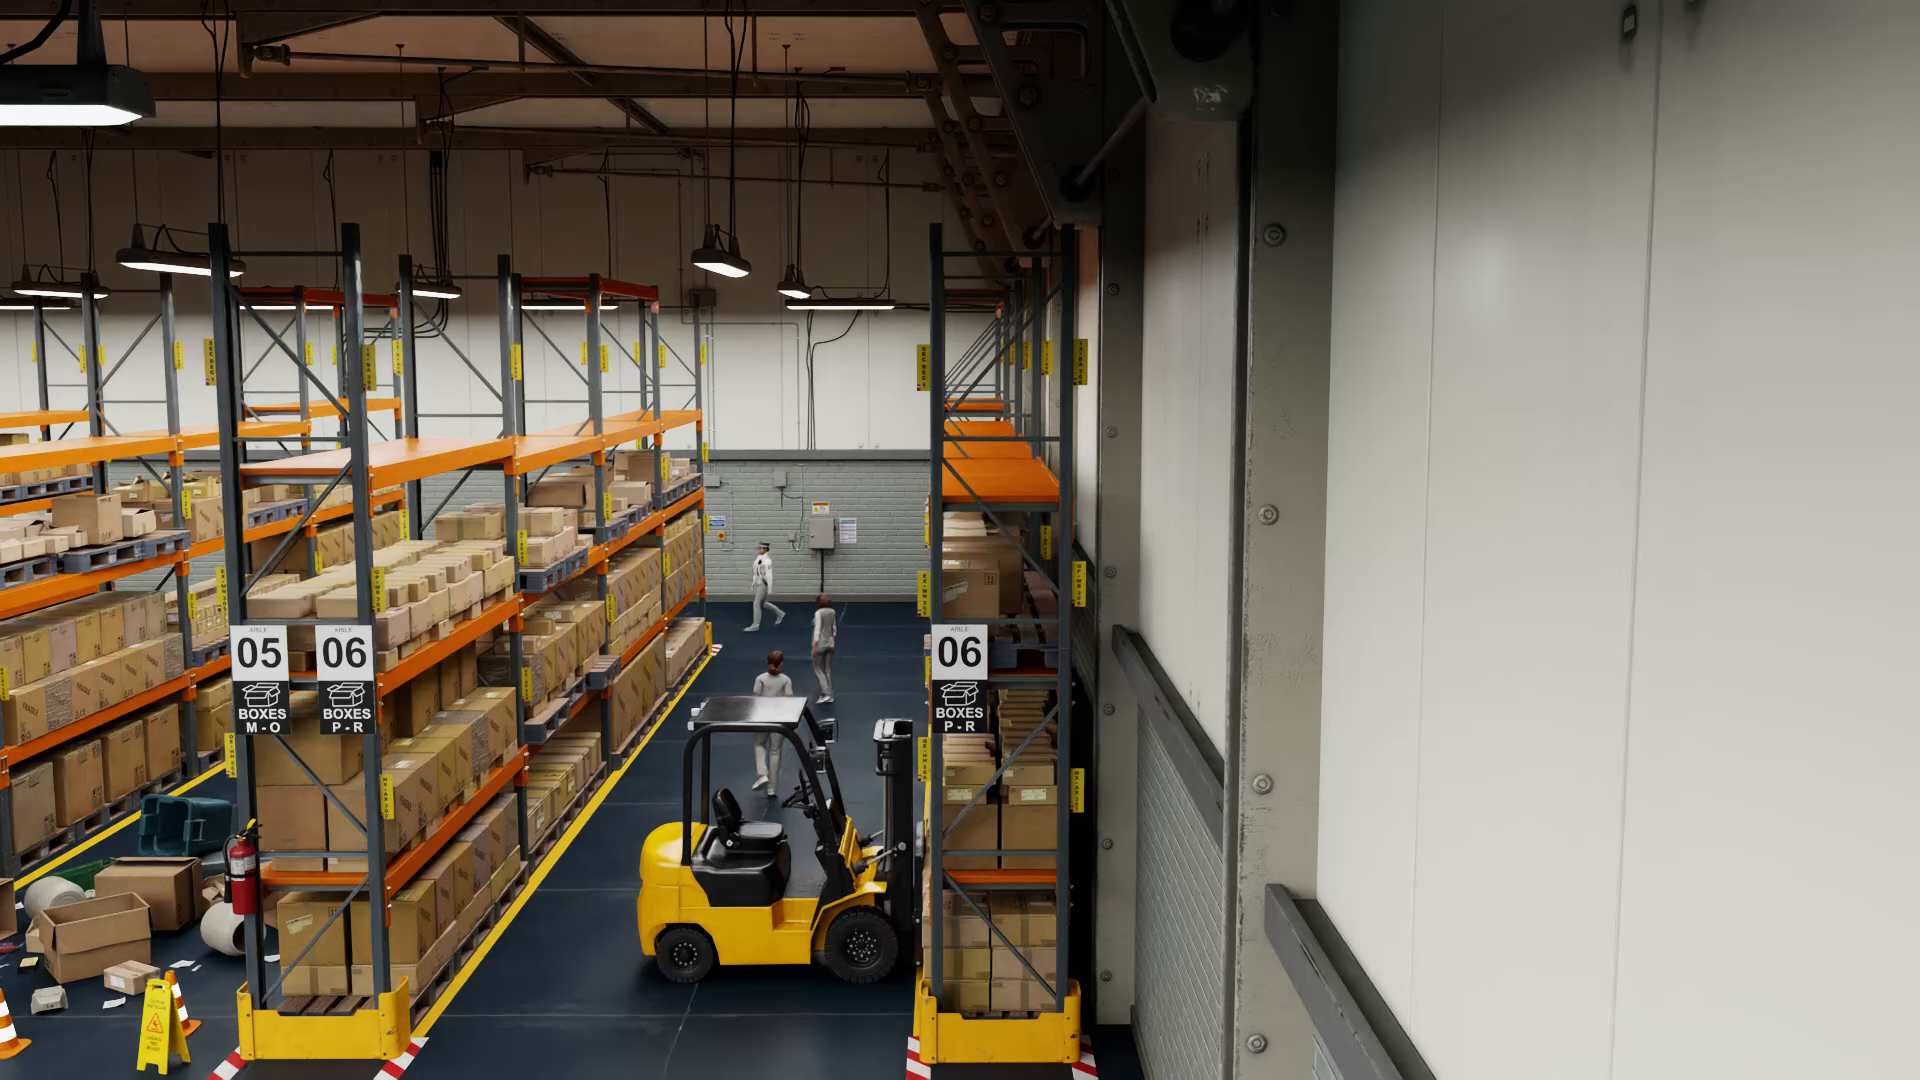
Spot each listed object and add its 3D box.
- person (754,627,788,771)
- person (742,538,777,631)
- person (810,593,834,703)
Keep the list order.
[{"bbox_3d":[-2.156,1.824,19.179,0.538,1.667,0.413,6,9,42],"label":"person"},{"bbox_3d":[-3.639,0.813,30.248,0.600,1.711,0.420,3,7,26],"label":"person"},{"bbox_3d":[-2.012,1.560,24.182,0.355,1.621,0.501,-1,7,-5],"label":"person"}]
